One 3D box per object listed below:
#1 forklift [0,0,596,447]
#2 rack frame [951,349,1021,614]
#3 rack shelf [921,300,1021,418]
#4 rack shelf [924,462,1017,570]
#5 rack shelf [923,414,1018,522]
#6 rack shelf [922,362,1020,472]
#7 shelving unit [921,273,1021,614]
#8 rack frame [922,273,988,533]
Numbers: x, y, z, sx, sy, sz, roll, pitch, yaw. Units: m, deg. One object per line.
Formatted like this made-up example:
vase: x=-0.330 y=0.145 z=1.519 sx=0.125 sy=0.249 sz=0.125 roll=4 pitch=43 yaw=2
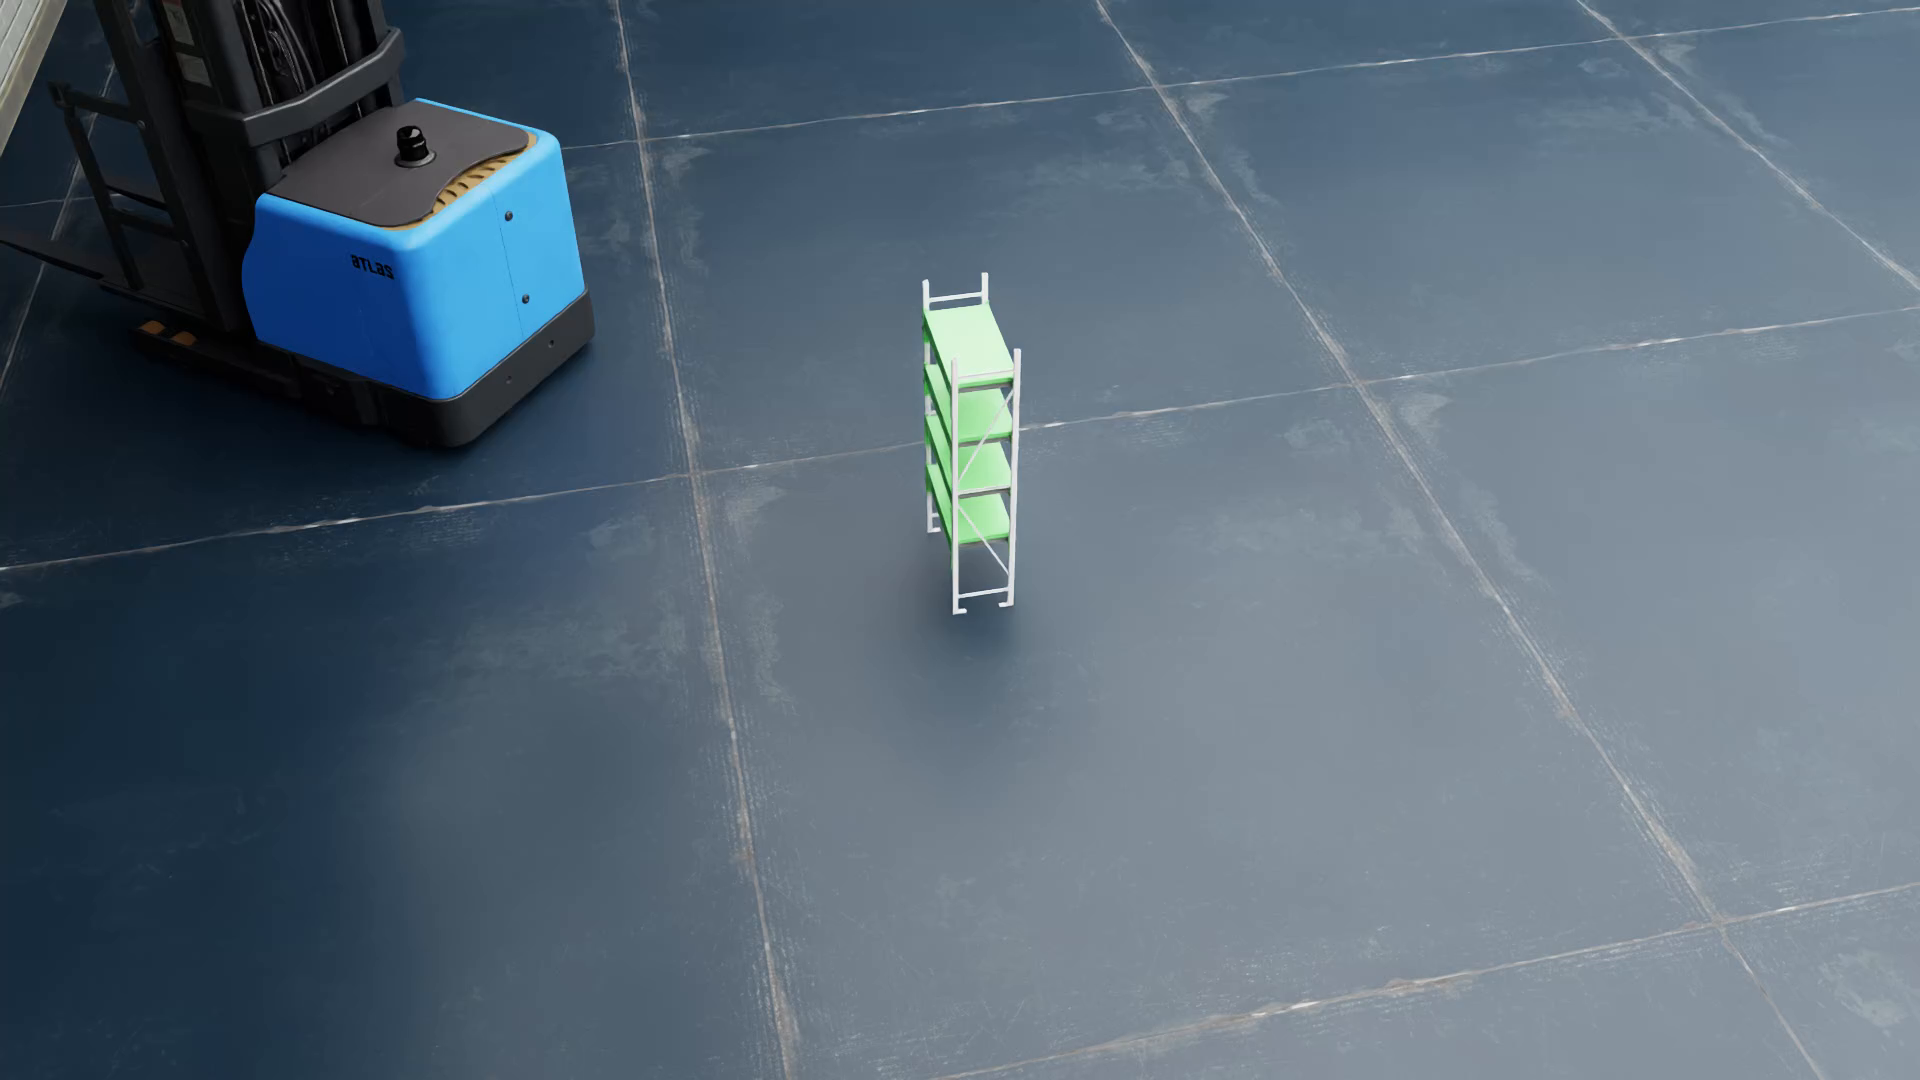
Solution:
forklift: x=-3.245 y=-2.177 z=6.995 sx=3.031 sy=2.935 sz=1.130 roll=18 pitch=45 yaw=20
rack frame: x=0.088 y=-0.183 z=6.053 sx=0.240 sy=1.200 sz=0.015 roll=-8 pitch=42 yaw=-9
rack shelf: x=0.036 y=-0.653 z=5.955 sx=0.258 sy=0.148 sz=0.480 roll=-8 pitch=42 yaw=-9
rack shelf: x=0.036 y=-0.114 z=6.433 sx=0.258 sy=0.148 sz=0.480 roll=-8 pitch=42 yaw=-9
rack shelf: x=0.036 y=-0.294 z=6.273 sx=0.258 sy=0.148 sz=0.480 roll=-8 pitch=42 yaw=-9
rack shelf: x=0.036 y=-0.473 z=6.114 sx=0.258 sy=0.148 sz=0.480 roll=-8 pitch=42 yaw=-9
shelving unit: x=0.036 y=-0.341 z=6.231 sx=0.258 sy=1.200 sz=0.503 roll=-8 pitch=42 yaw=-9
rack frame: x=-0.017 y=-0.500 z=6.409 sx=0.240 sy=1.200 sz=0.015 roll=-8 pitch=42 yaw=-9
